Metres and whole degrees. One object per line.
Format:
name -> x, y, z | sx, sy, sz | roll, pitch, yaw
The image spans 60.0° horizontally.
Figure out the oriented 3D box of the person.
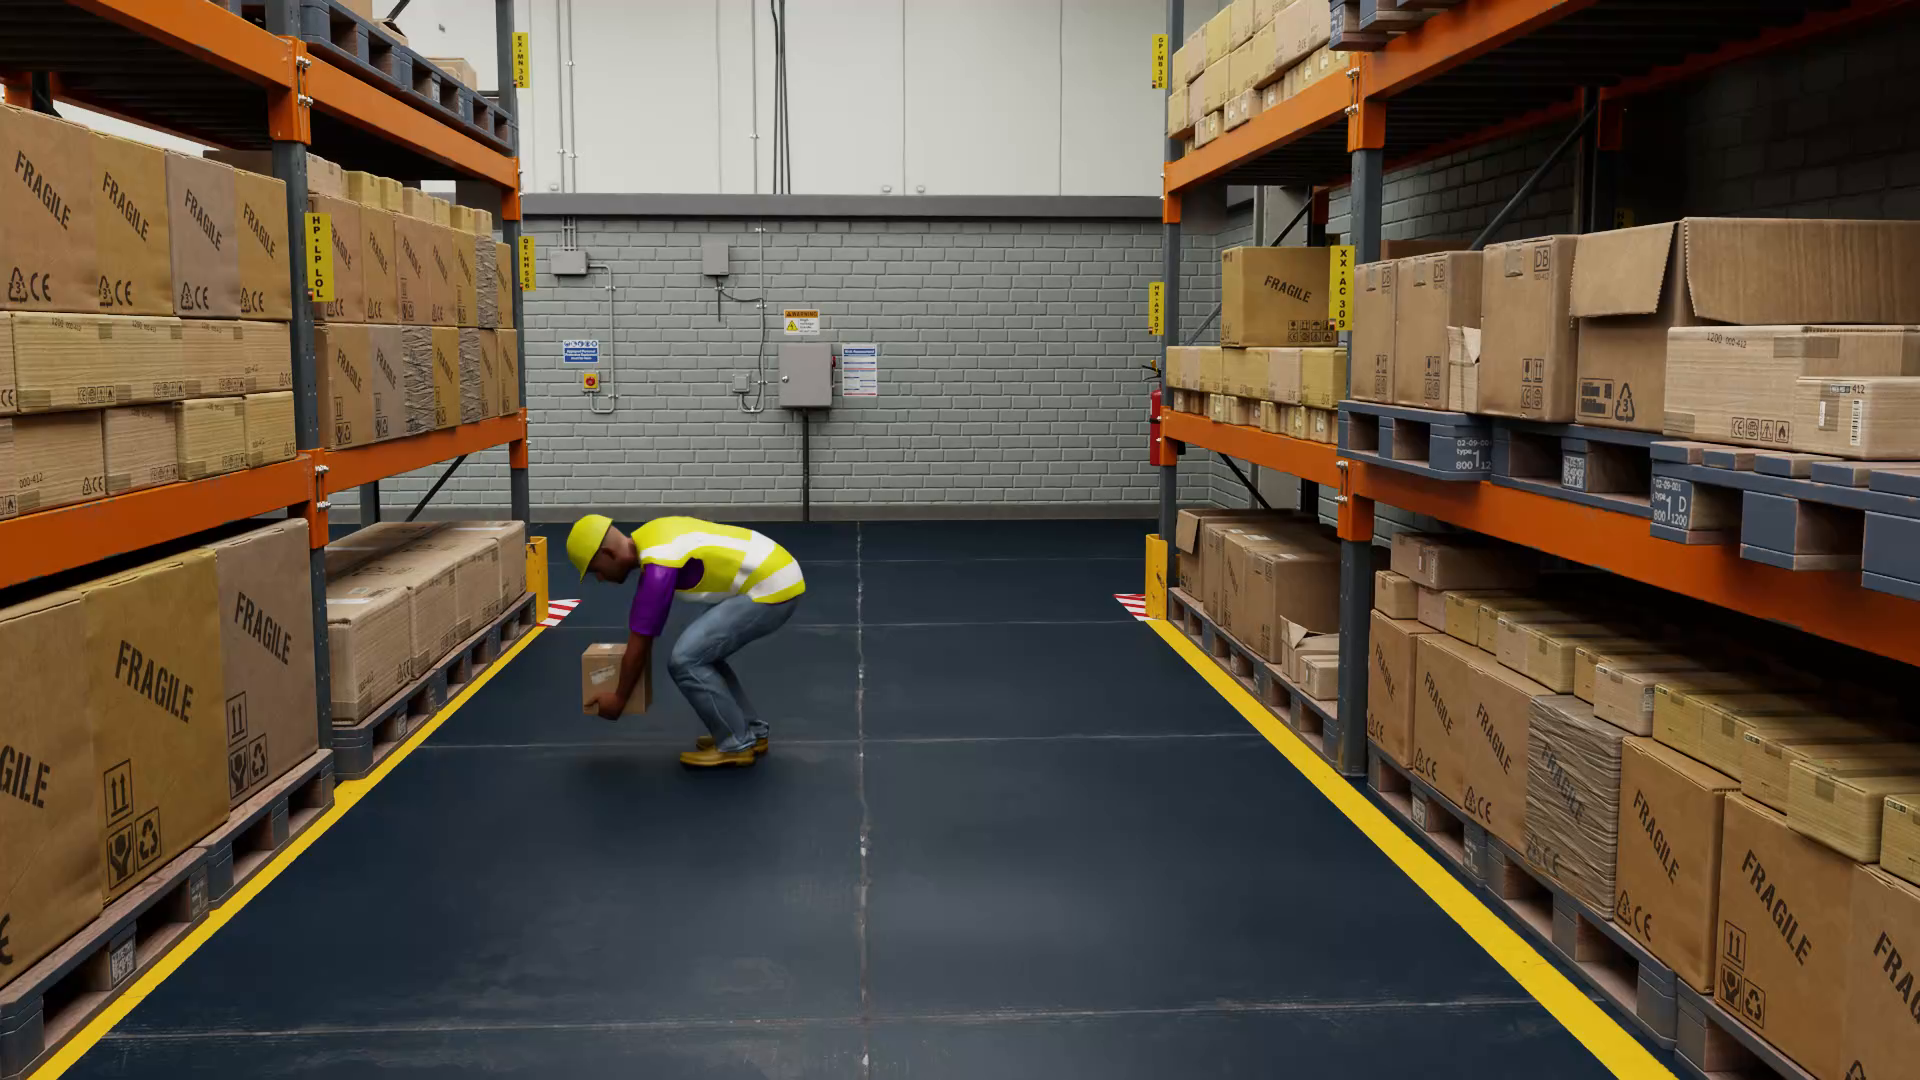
person -> -1.116, 0.404, 6.848 | 0.963, 1.034, 0.526 | -1, 7, -6
